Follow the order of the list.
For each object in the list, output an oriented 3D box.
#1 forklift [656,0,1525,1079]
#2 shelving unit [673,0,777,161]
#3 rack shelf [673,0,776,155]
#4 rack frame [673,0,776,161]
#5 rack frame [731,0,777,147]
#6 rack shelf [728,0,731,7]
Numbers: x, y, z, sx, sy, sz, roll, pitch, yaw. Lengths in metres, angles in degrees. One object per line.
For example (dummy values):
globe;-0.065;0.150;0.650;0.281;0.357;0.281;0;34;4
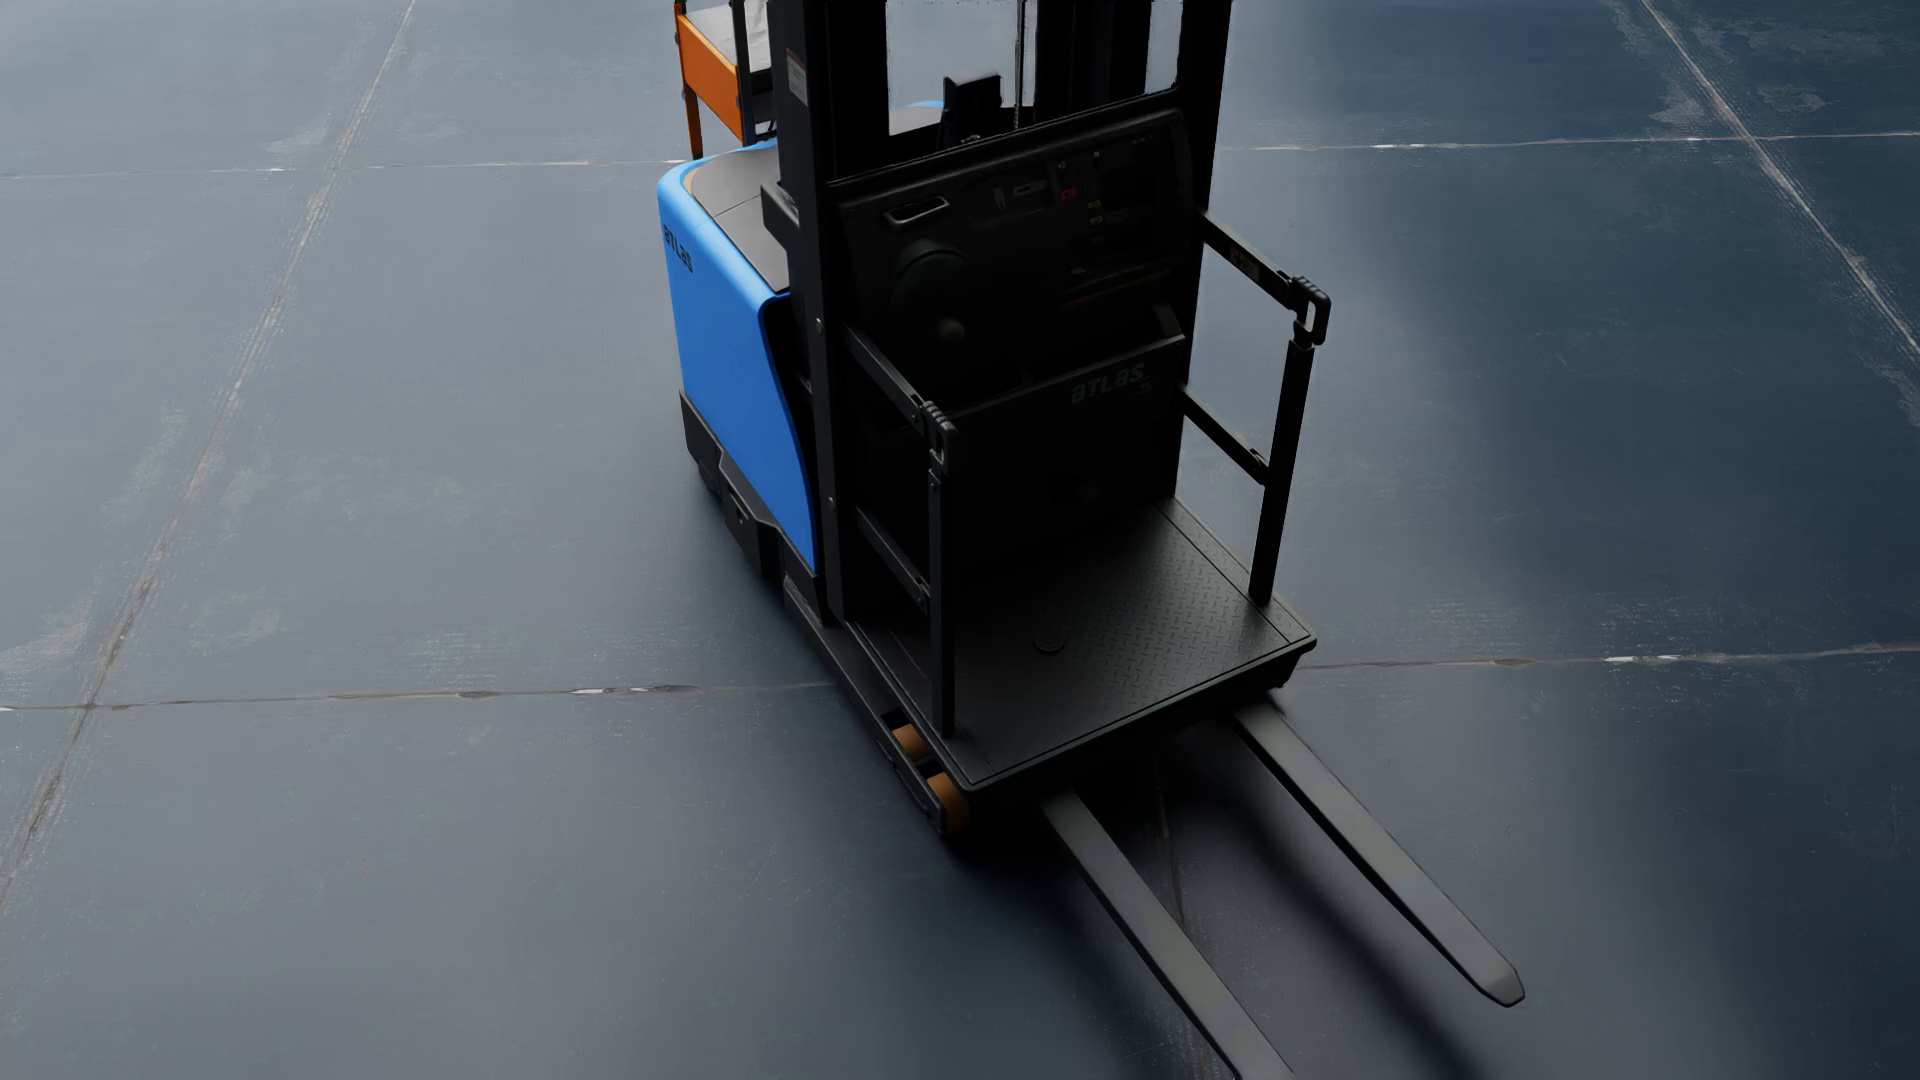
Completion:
forklift;0.259;-0.659;3.799;1.130;2.935;3.031;-21;46;-21
shelving unit;-0.591;-1.404;5.228;0.431;2.100;0.503;-21;46;-21
rack shelf;-0.591;-1.394;5.237;0.431;0.518;0.480;-21;46;-21
rack frame;-0.710;-1.548;5.385;0.400;2.100;0.015;-21;46;-21
rack frame;-0.471;-1.261;5.071;0.400;2.100;0.015;-21;46;-21
rack shelf;-0.591;-1.910;4.764;0.431;0.518;0.480;-21;46;-21
